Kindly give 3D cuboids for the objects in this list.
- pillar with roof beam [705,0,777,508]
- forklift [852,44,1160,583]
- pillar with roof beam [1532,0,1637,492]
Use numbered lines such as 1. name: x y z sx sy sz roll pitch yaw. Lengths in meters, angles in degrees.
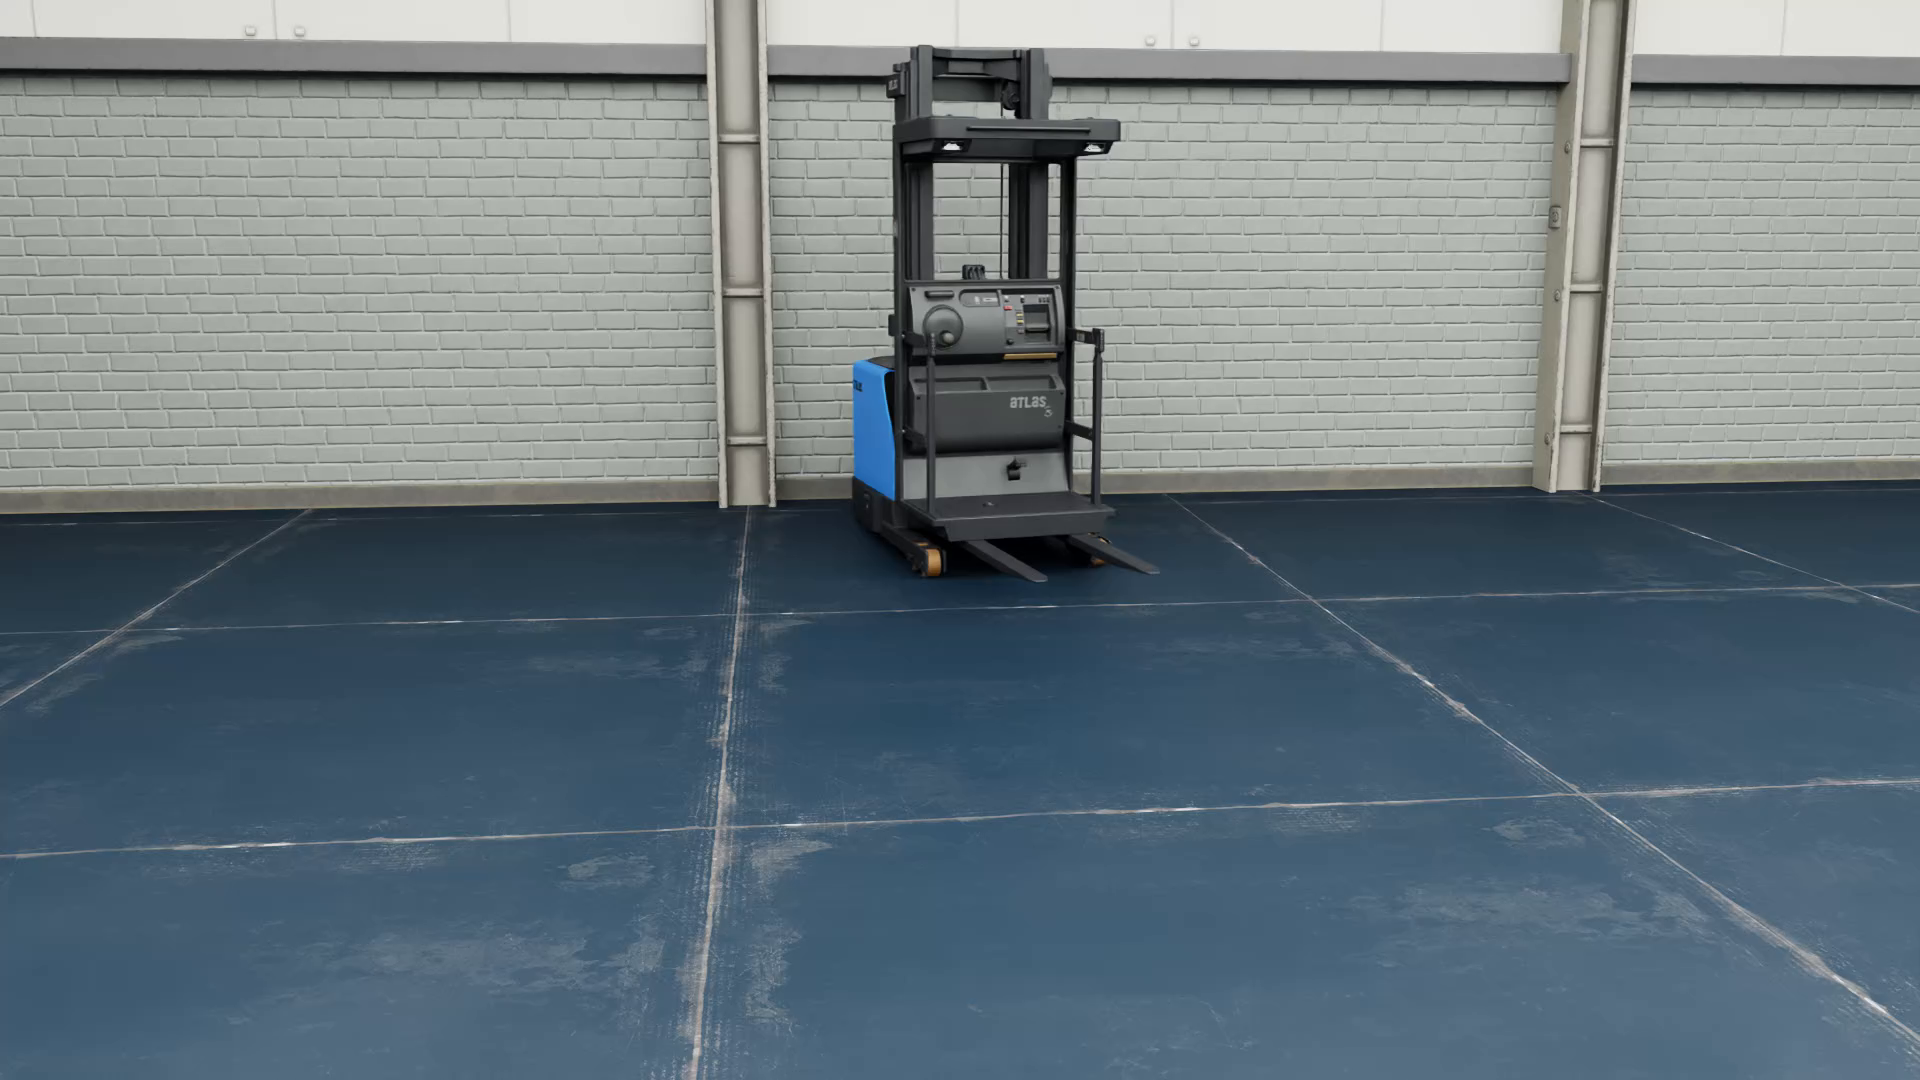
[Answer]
1. pillar with roof beam: -1.021 -3.847 6.606 0.400 9.000 9.100 -1 11 -6
2. forklift: 0.227 -1.313 9.449 1.130 2.935 3.031 -4 12 -17
3. pillar with roof beam: 4.944 -3.972 7.242 0.400 9.000 9.100 -1 11 -6
